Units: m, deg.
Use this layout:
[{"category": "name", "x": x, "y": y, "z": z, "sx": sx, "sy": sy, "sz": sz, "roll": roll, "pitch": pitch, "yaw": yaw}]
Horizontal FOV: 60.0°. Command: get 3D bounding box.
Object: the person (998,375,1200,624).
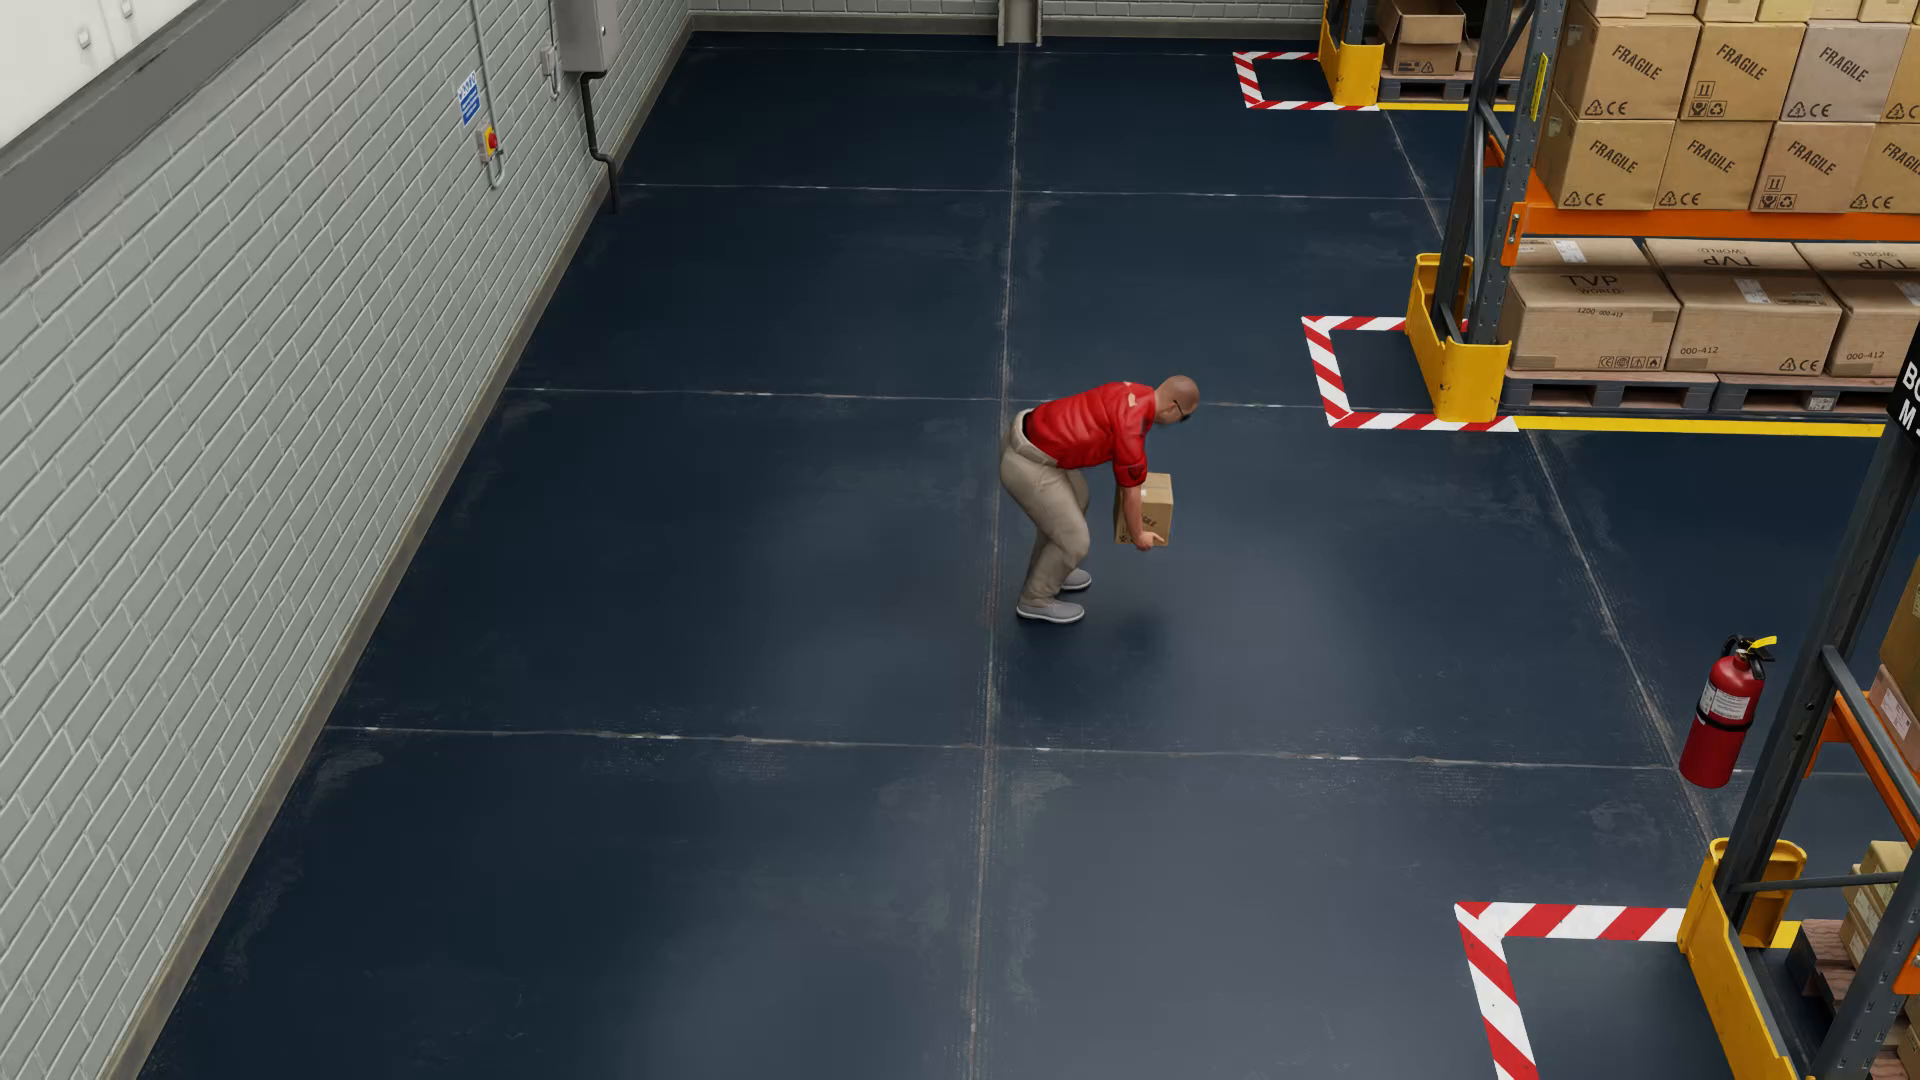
[{"category": "person", "x": 0.635, "y": -0.216, "z": 7.857, "sx": 0.915, "sy": 1.243, "sz": 0.499, "roll": 0, "pitch": 35, "yaw": 0}]
